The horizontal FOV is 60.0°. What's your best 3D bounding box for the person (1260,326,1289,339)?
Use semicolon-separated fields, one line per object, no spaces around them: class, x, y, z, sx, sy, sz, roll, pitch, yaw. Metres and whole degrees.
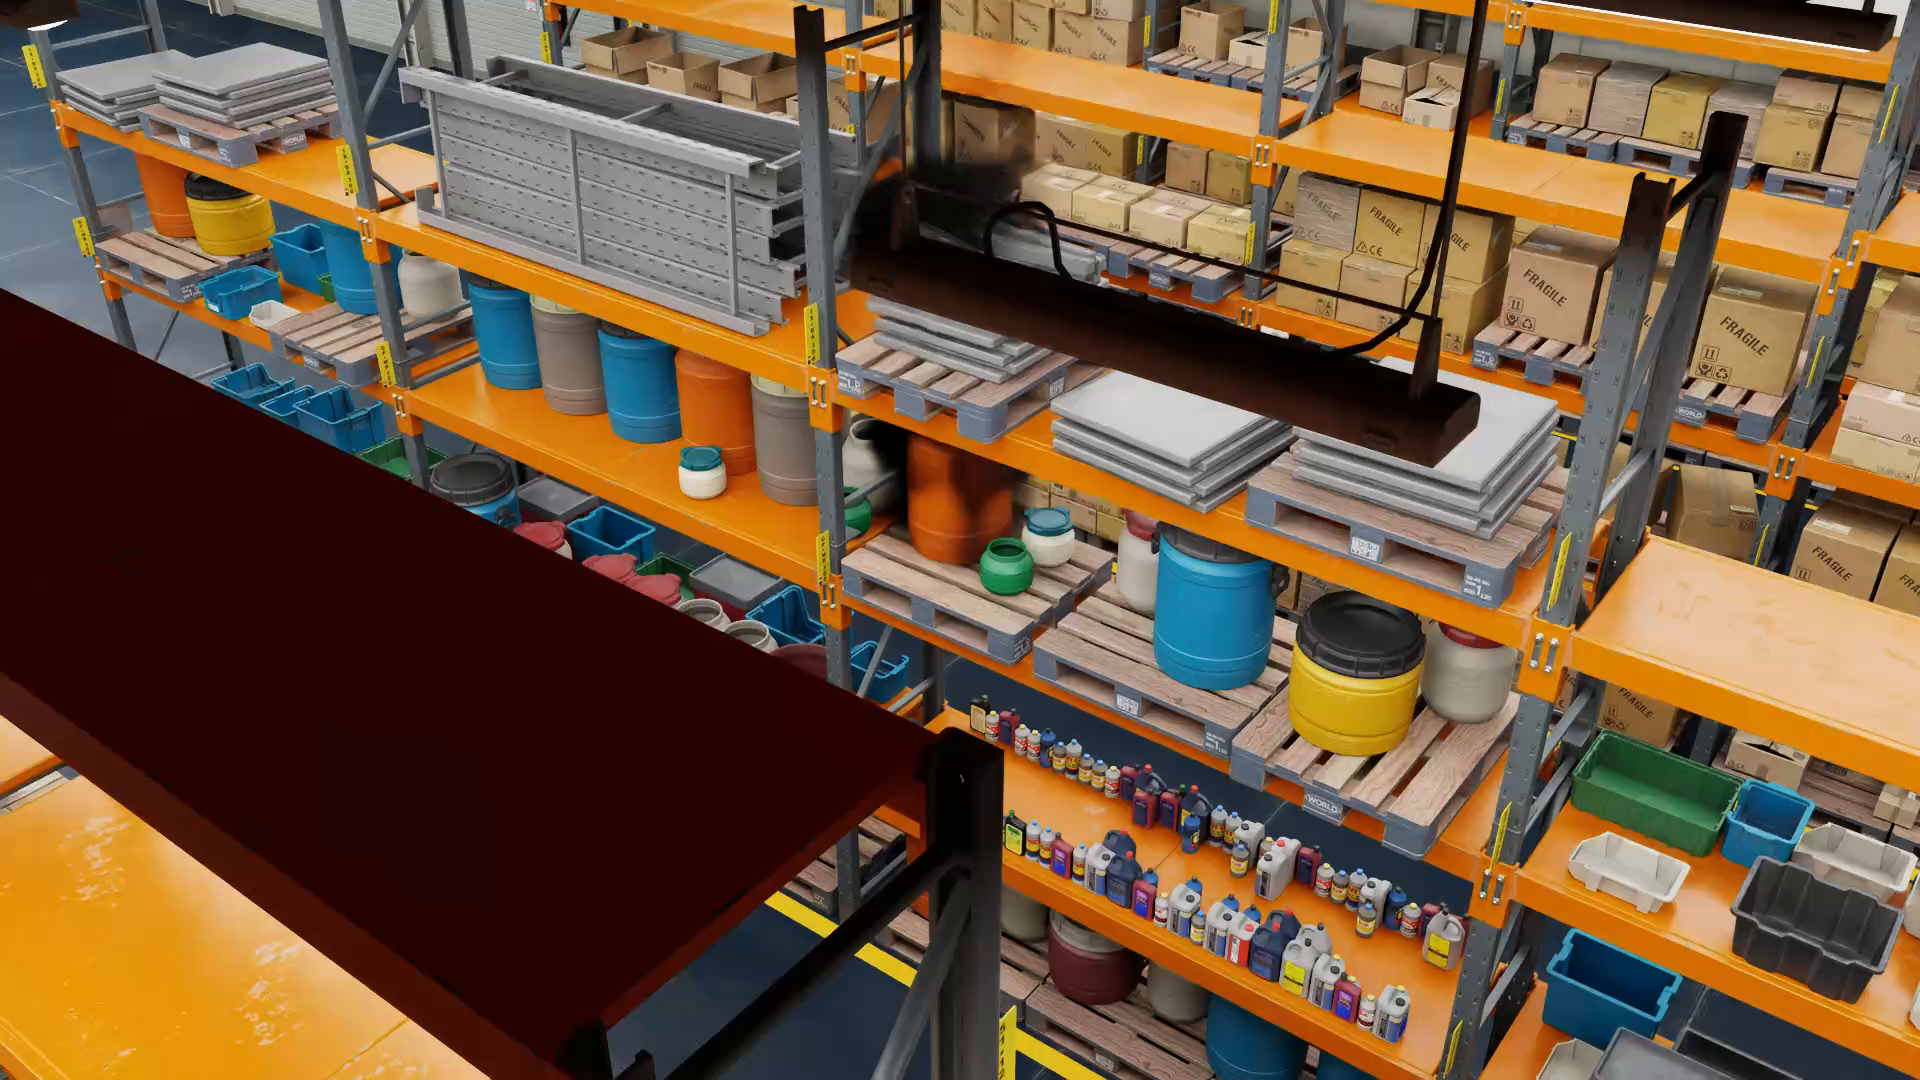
person;2.802;-1.305;15.915;1.024;1.628;0.738;24;39;33

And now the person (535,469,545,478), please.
person;-3.627;-0.660;14.791;0.783;1.637;0.609;20;36;29
